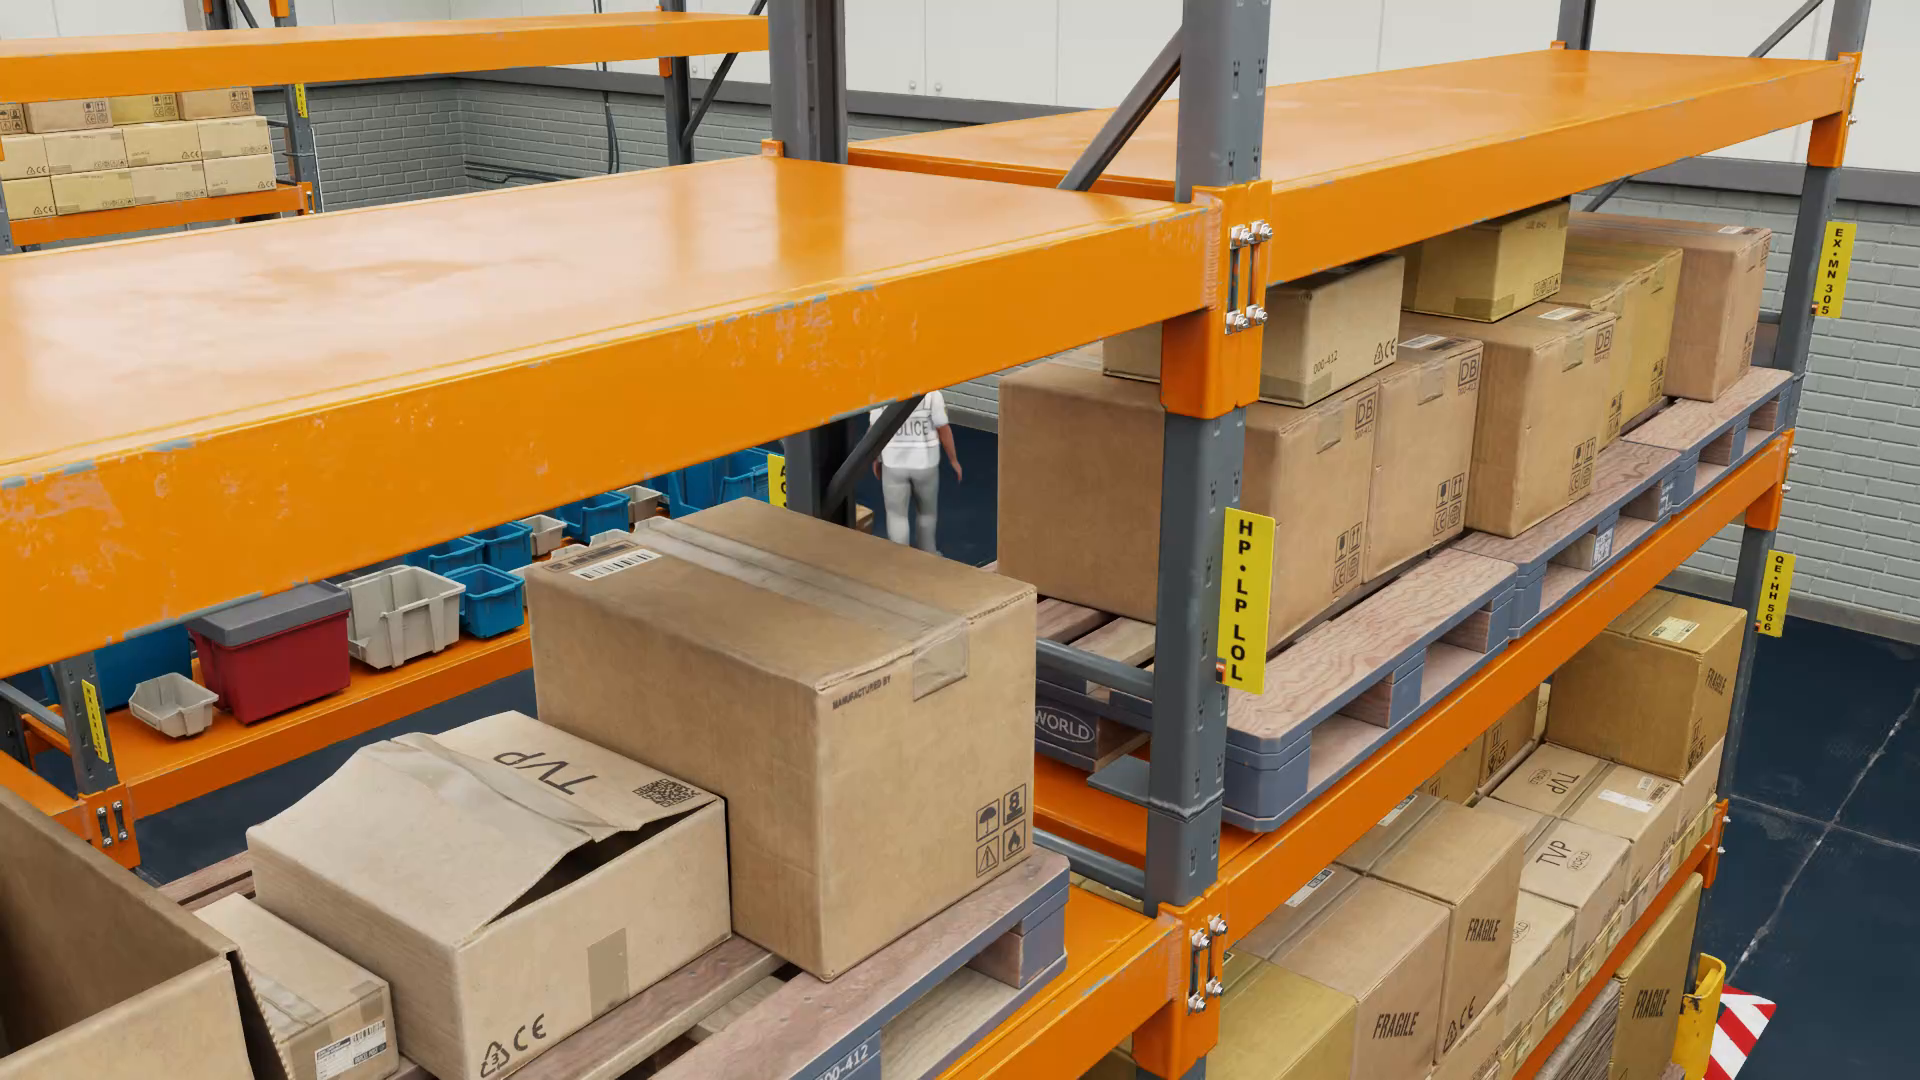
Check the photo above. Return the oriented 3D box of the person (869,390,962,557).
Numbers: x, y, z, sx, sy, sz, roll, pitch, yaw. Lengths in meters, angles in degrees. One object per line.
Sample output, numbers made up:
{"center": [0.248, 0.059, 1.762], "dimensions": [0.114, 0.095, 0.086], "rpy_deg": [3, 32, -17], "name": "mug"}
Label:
{"center": [-0.318, -0.568, 12.084], "dimensions": [0.671, 1.754, 0.653], "rpy_deg": [-1, 20, -2], "name": "person"}
